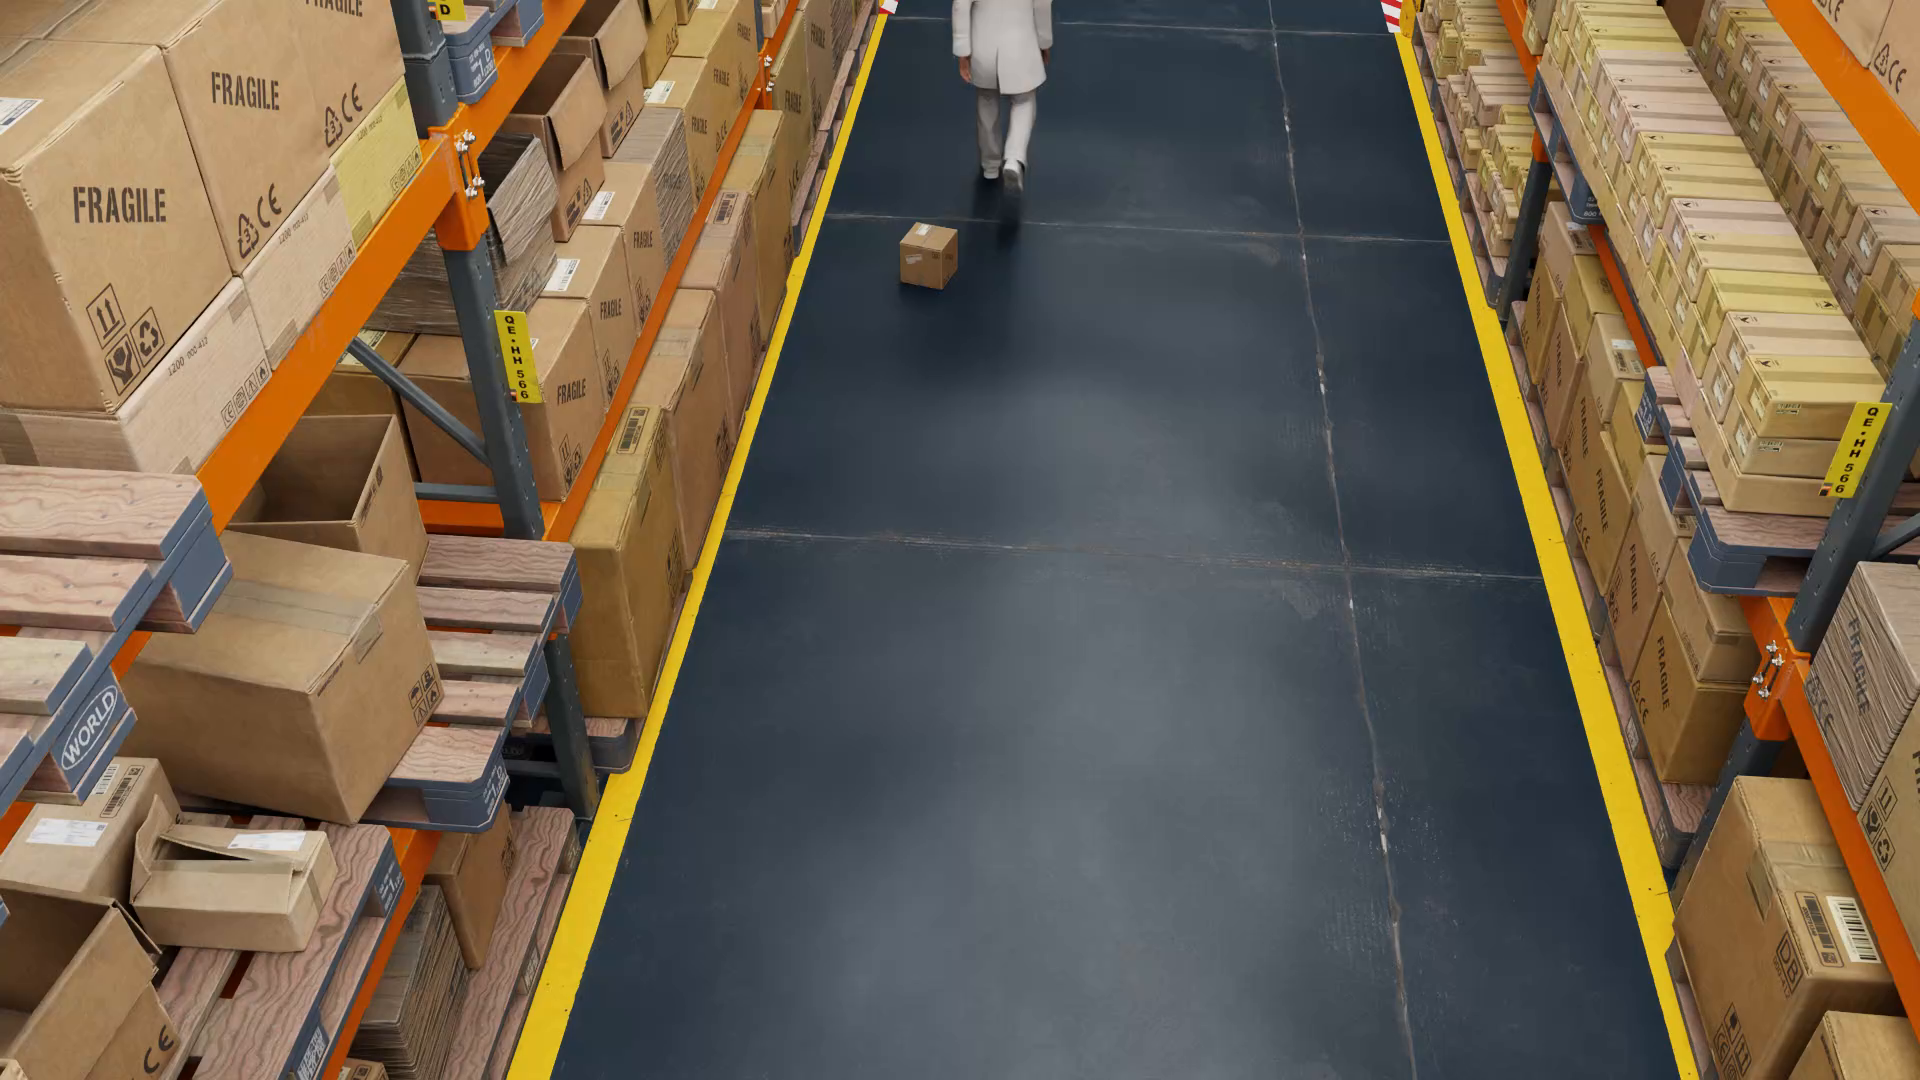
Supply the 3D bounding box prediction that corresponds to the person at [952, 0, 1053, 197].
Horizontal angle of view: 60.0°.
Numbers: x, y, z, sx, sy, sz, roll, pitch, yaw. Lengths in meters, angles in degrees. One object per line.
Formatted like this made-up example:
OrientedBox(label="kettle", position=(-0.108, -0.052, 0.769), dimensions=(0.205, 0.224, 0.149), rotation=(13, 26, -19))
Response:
OrientedBox(label="person", position=(0.246, -2.837, 9.584), dimensions=(0.572, 1.748, 0.864), rotation=(4, 40, 5))
